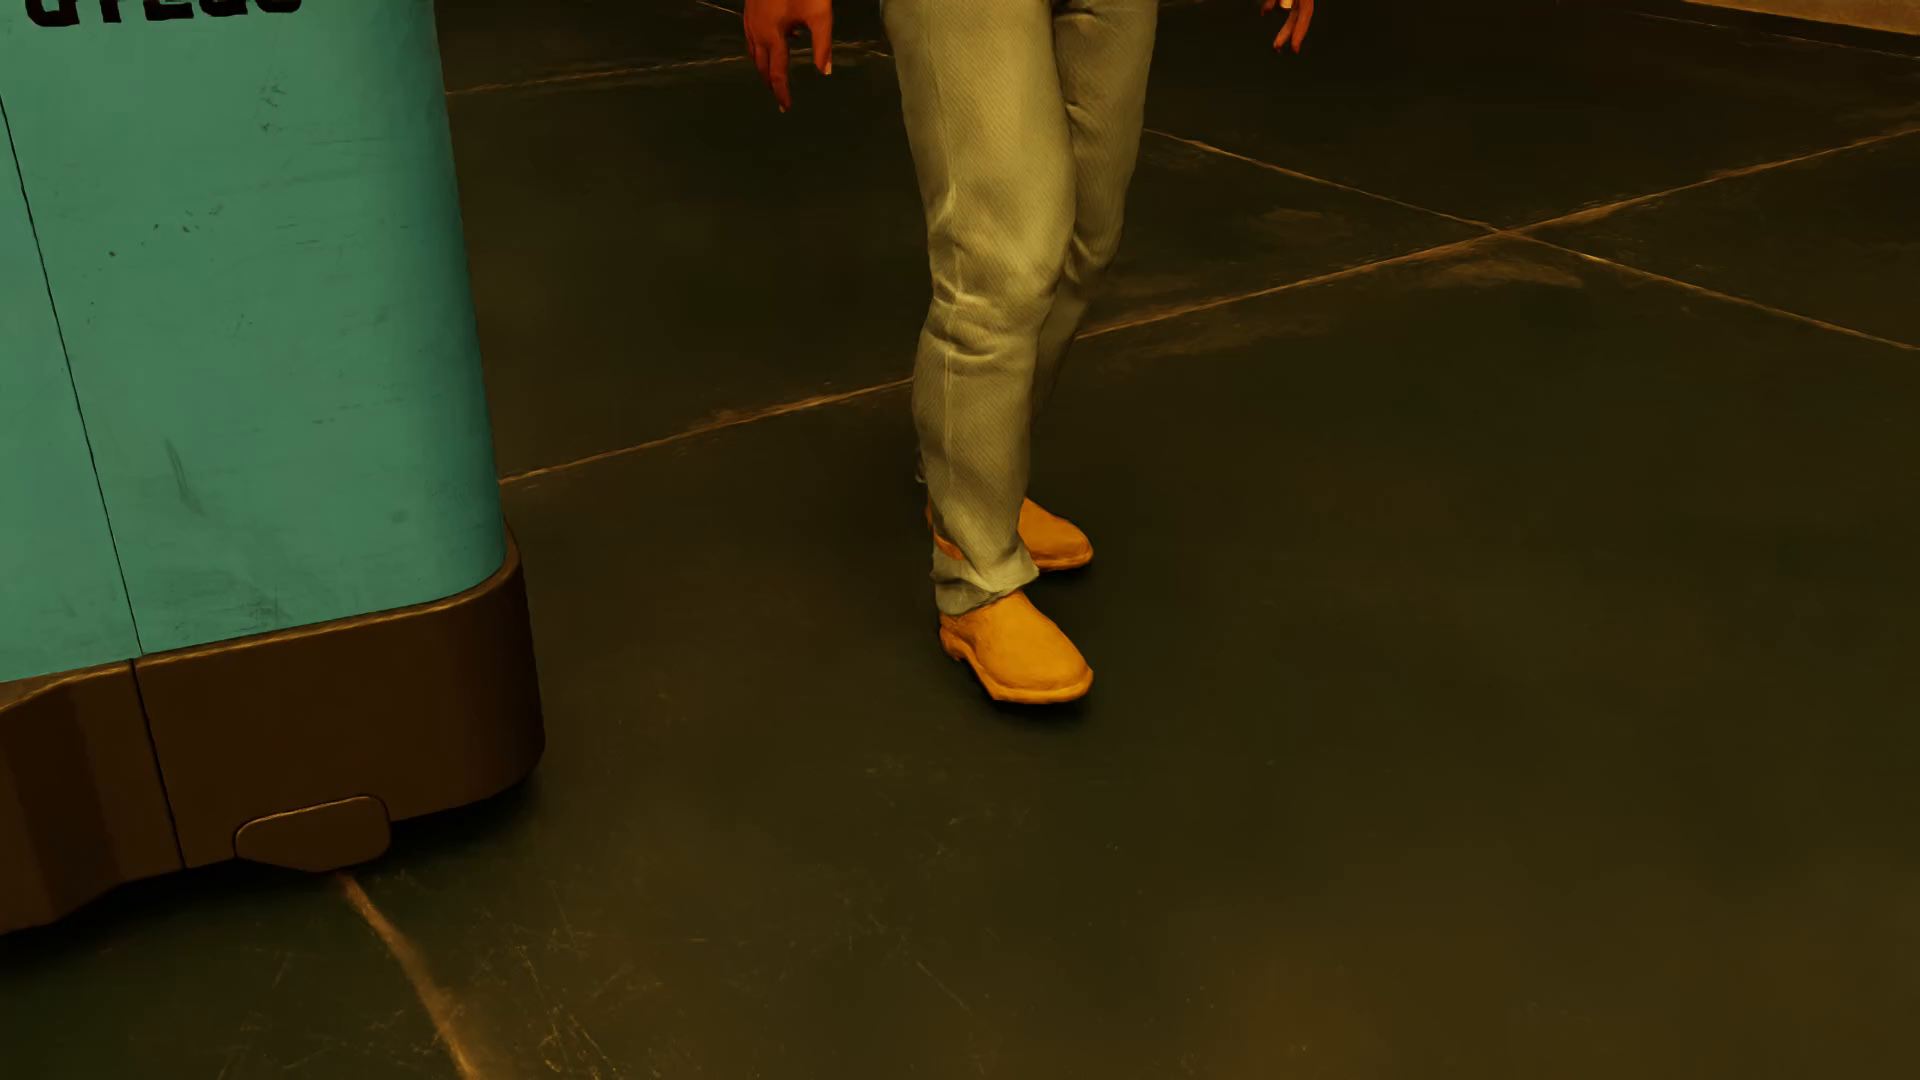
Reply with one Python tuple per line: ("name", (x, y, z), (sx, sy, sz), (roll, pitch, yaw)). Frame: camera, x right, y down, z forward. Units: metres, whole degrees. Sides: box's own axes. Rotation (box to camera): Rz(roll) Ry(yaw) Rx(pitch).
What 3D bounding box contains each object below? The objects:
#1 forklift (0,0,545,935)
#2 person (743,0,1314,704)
("forklift", (-2.031, -0.925, 1.075), (3.031, 2.935, 1.130), (-11, 29, -21))
("person", (0.131, -0.714, 1.990), (0.723, 1.754, 0.596), (-22, 34, -37))
